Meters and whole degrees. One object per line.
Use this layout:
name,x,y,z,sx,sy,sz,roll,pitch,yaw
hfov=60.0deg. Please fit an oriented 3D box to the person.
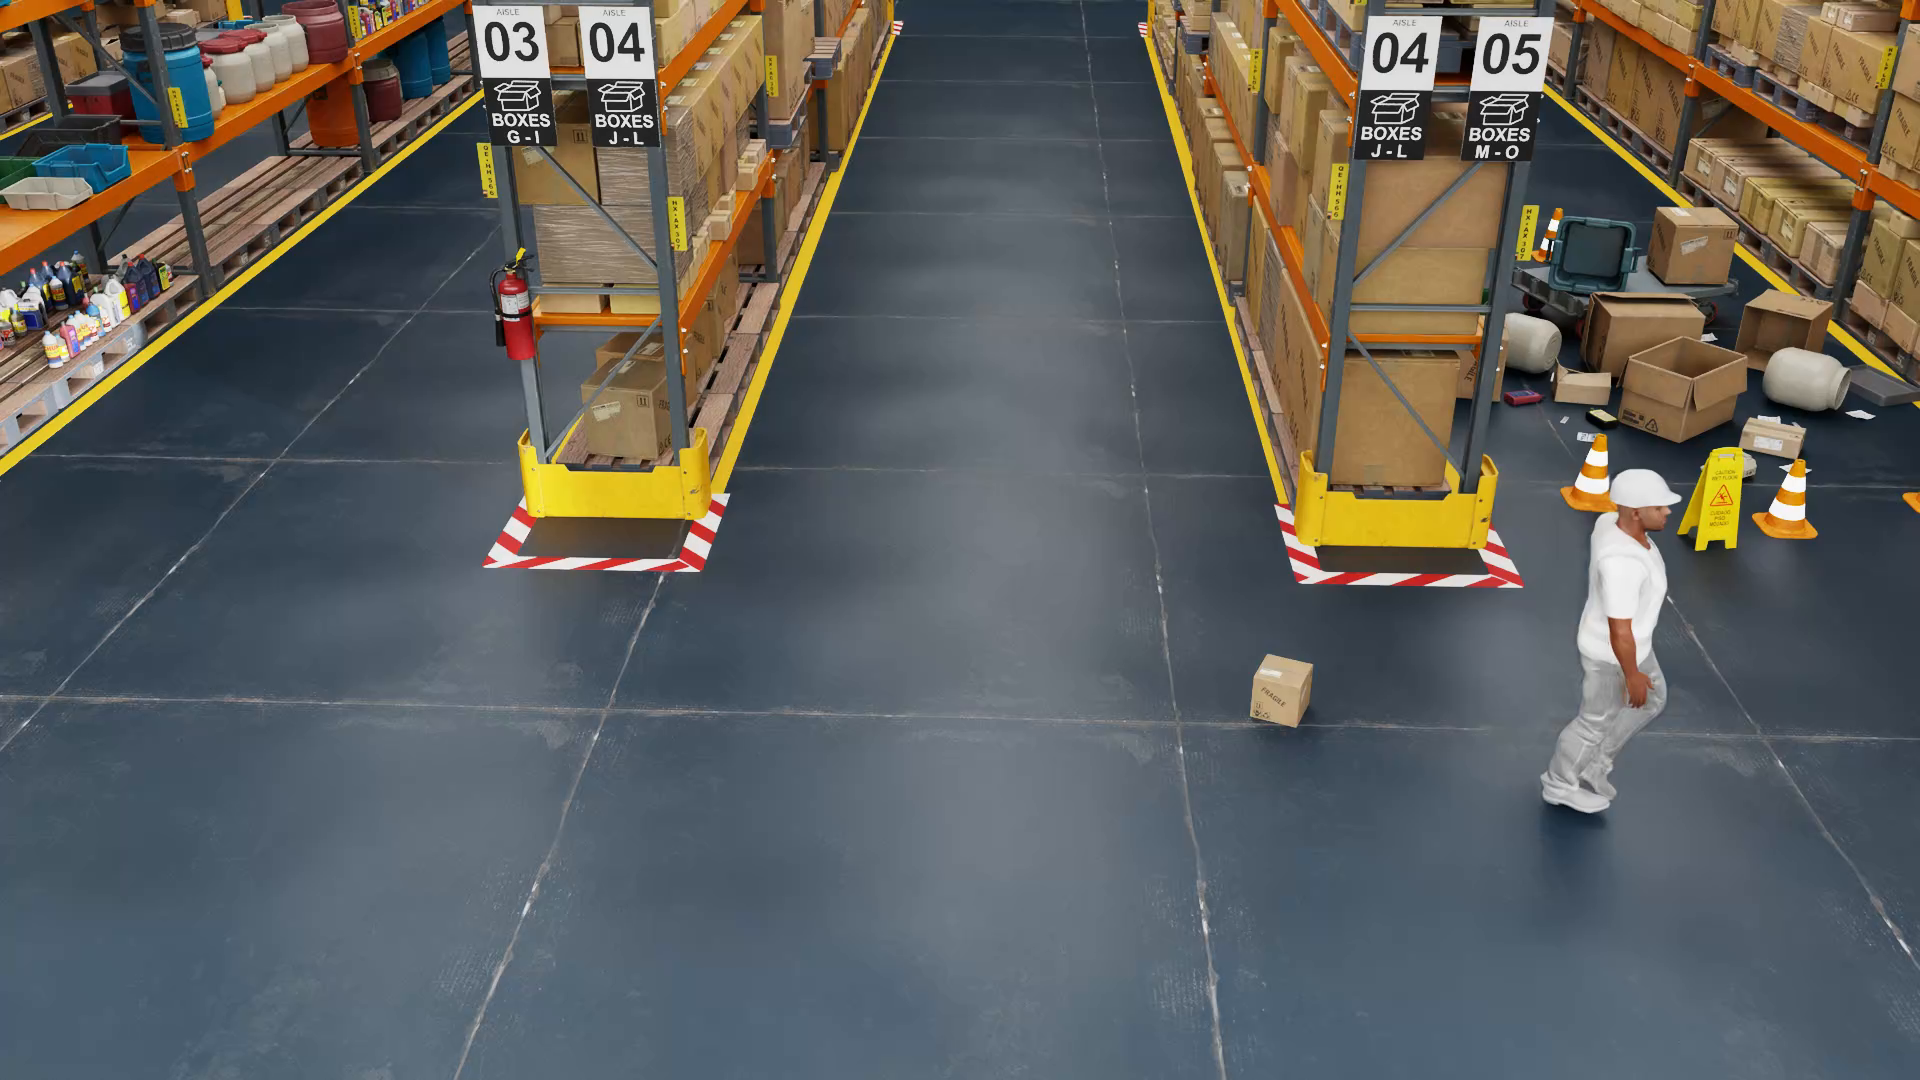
person,3.036,0.510,7.617,0.490,1.810,0.610,10,29,18
